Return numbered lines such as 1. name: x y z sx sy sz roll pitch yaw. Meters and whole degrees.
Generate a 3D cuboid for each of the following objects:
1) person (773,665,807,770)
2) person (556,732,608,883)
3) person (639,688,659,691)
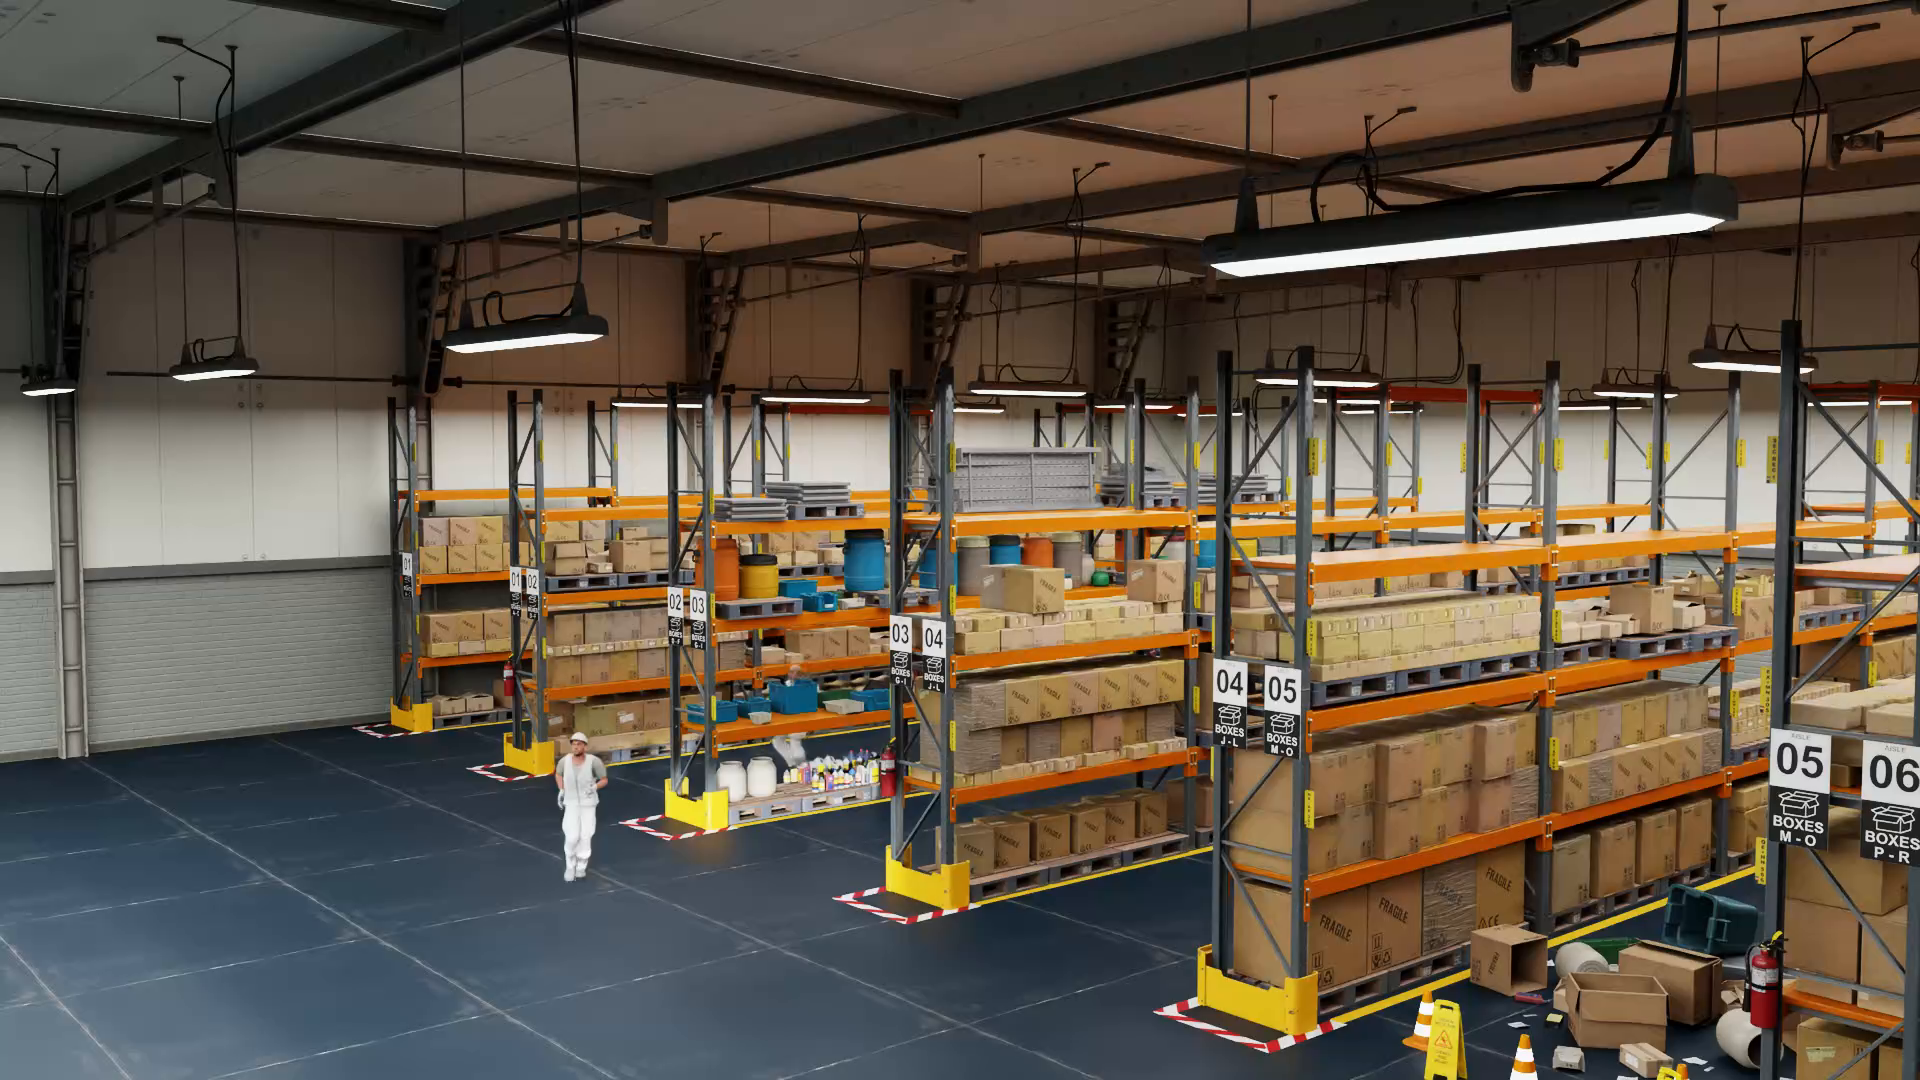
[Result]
1. person: -2.596 2.791 25.588 0.680 1.750 0.696 3 4 38
2. person: -4.450 3.142 19.496 0.618 1.781 0.678 0 3 -7
3. person: -5.524 2.584 29.864 0.542 1.729 0.716 3 5 44
